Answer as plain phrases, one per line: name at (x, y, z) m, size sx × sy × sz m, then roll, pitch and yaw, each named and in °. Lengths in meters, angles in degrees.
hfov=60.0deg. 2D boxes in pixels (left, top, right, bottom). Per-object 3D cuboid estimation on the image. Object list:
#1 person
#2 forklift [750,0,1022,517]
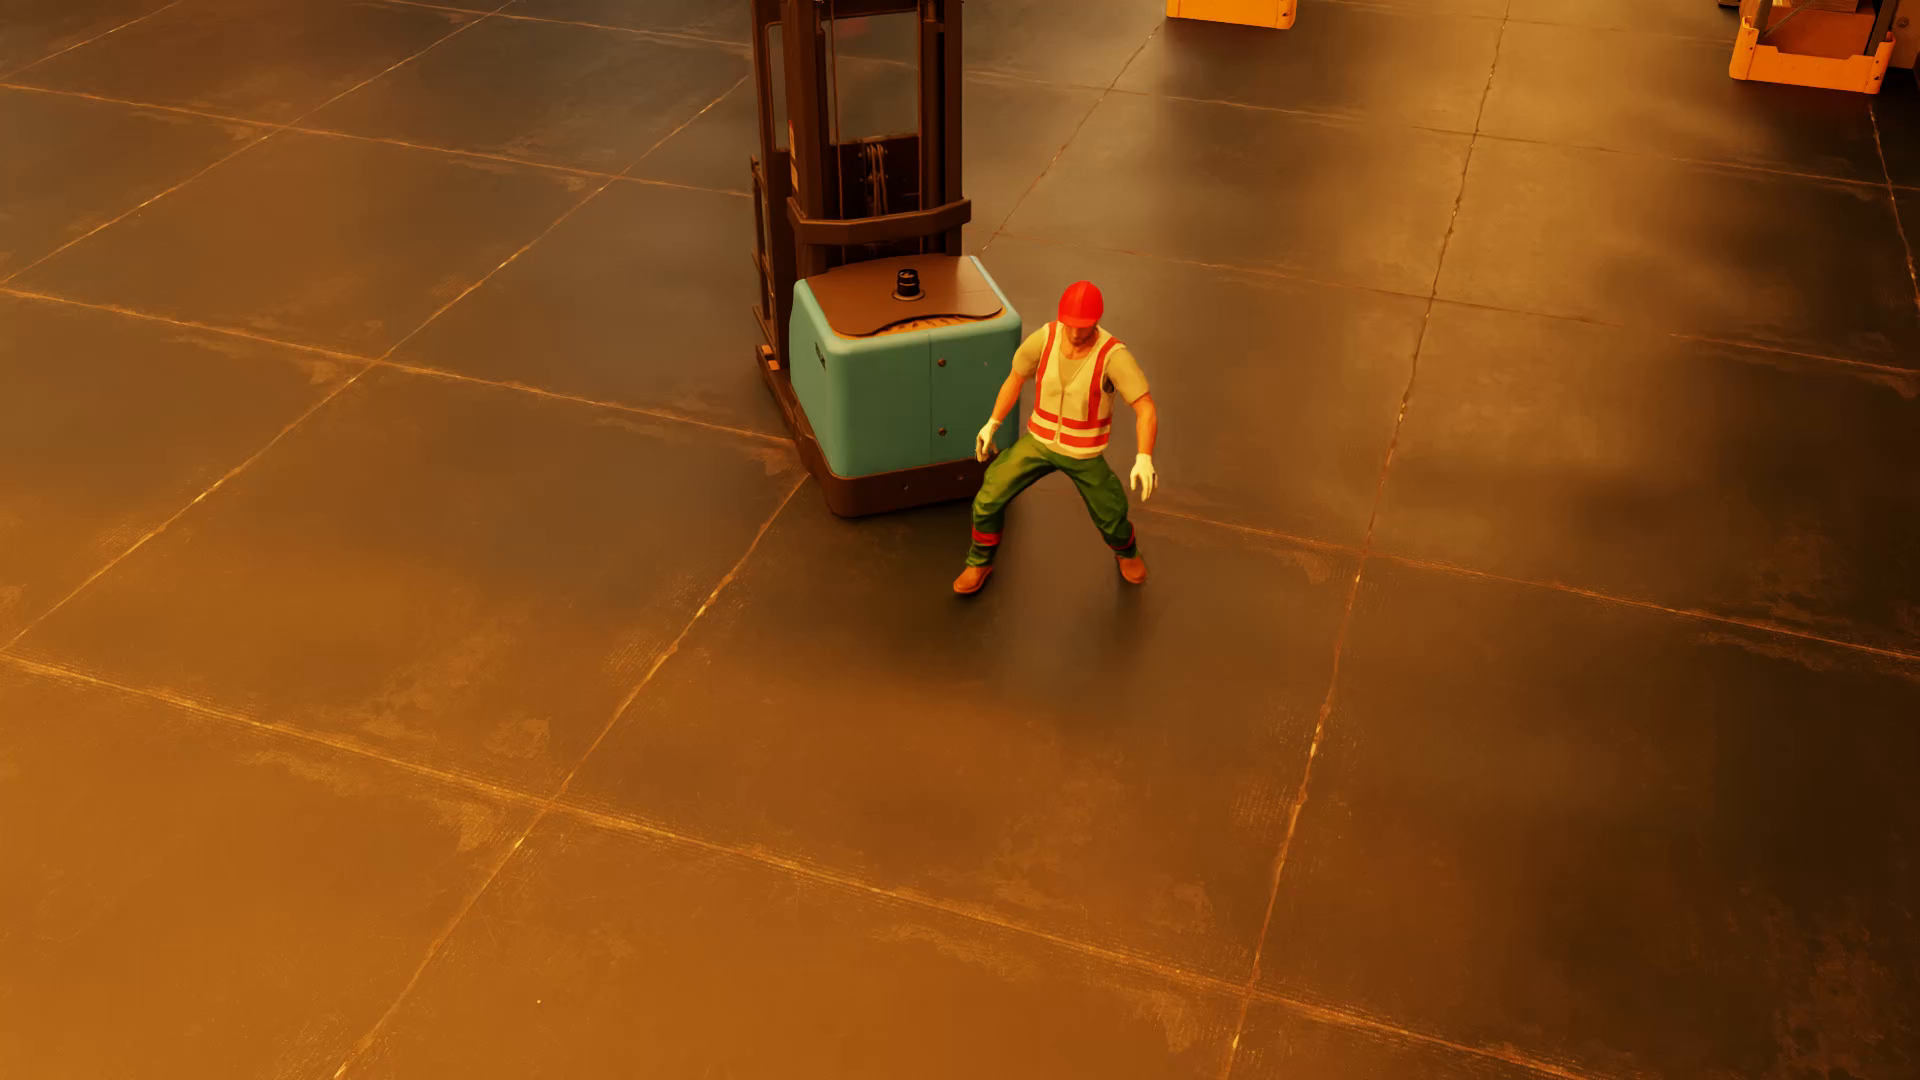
person at (0.528, -0.447, 7.869) m, size 0.961 × 1.640 × 0.743 m, roll 15°, pitch 38°, yaw 20°
forklift at (-0.599, -2.166, 9.166) m, size 1.130 × 2.935 × 3.031 m, roll -10°, pitch 37°, yaw -14°
